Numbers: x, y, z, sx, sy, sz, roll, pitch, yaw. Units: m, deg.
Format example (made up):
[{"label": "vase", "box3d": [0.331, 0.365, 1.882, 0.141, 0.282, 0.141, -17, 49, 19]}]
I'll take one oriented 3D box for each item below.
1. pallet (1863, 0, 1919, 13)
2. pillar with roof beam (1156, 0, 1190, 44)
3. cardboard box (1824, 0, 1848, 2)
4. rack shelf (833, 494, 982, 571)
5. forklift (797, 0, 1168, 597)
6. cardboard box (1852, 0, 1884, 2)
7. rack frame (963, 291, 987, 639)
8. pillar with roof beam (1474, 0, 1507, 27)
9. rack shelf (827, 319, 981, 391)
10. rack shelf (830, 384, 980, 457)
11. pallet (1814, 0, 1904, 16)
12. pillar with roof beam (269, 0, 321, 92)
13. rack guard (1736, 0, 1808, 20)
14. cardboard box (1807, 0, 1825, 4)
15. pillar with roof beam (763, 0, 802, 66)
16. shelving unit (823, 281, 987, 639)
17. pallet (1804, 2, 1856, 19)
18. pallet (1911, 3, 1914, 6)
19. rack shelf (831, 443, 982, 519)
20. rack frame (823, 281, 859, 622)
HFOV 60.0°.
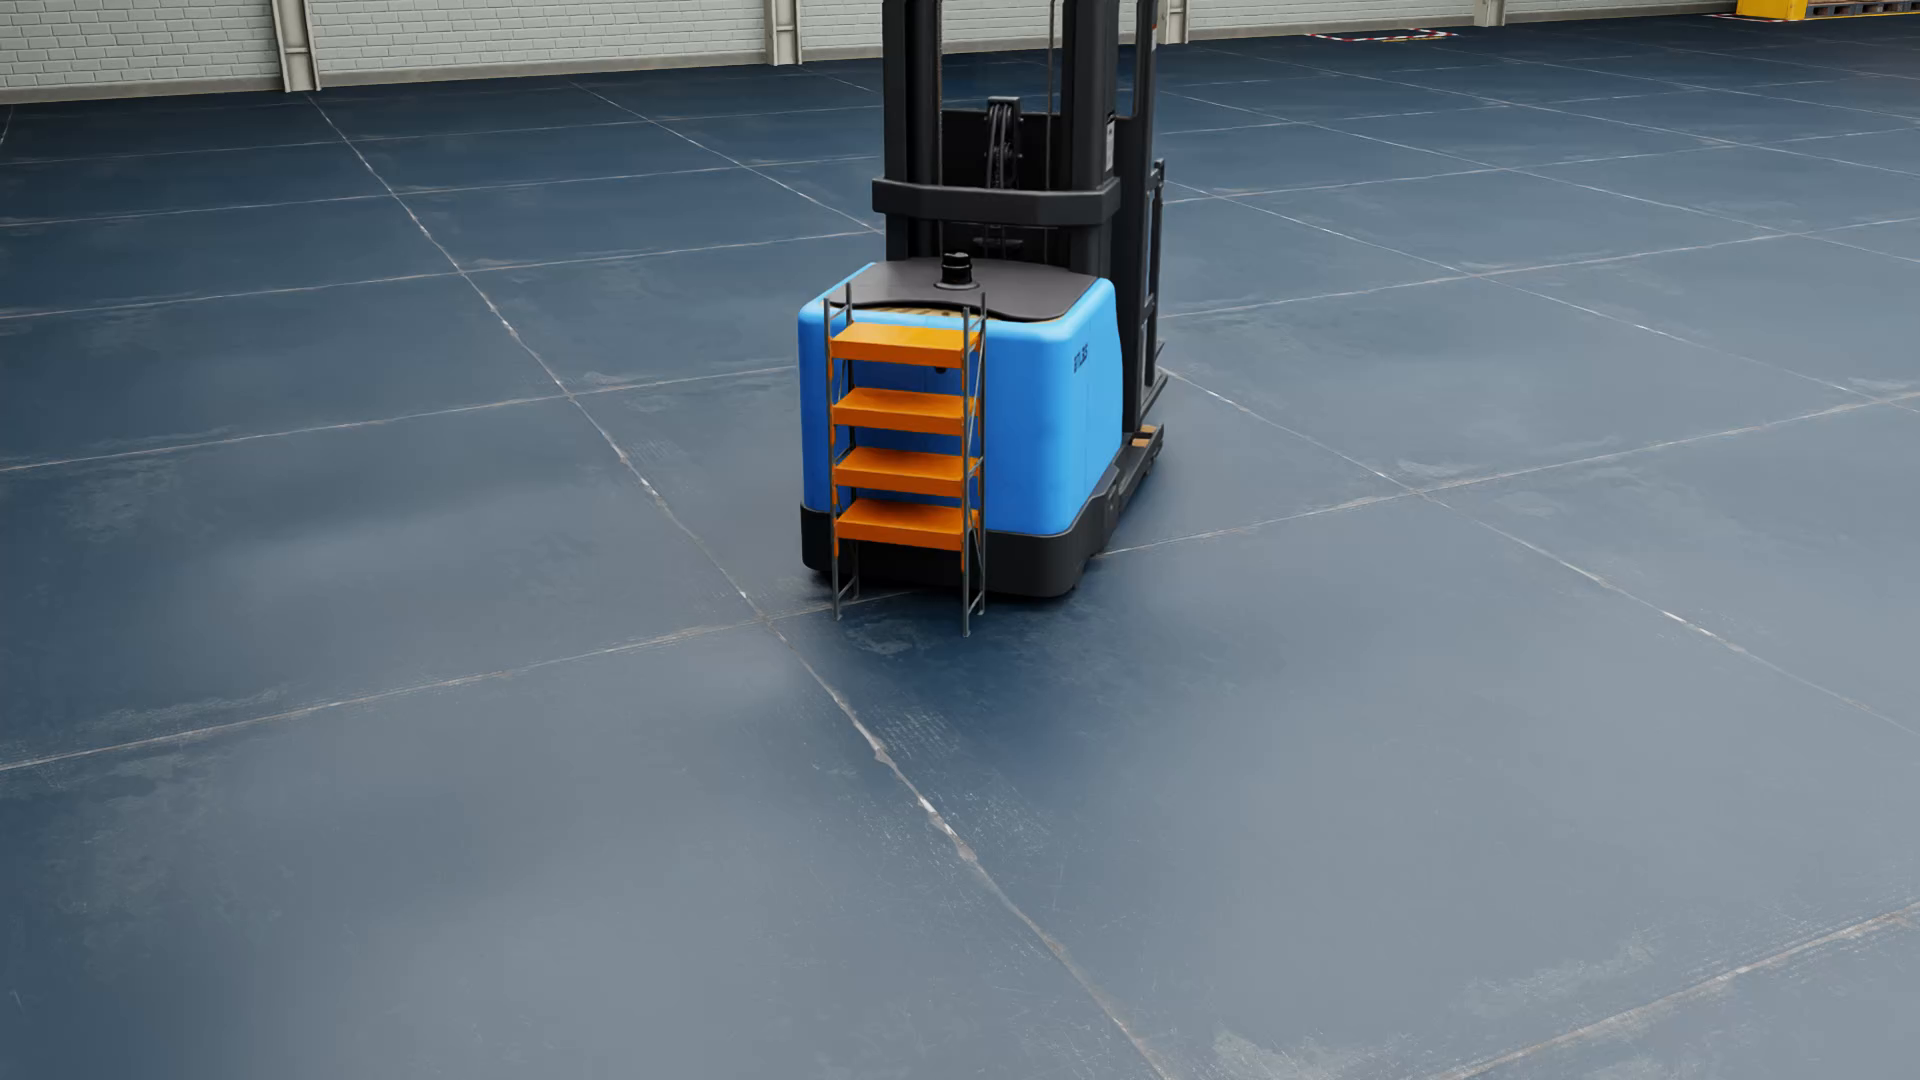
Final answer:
[{"label": "pallet", "box3d": [16.659, -9.491, 29.403, 1.213, 0.211, 1.003, -10, 25, -24]}, {"label": "pillar with roof beam", "box3d": [4.955, -9.952, 19.026, 0.400, 9.000, 9.100, -10, 25, -24]}, {"label": "cardboard box", "box3d": [14.821, -9.379, 28.426, 0.500, 0.311, 0.500, -8, 24, -19]}, {"label": "rack shelf", "box3d": [-0.183, -0.029, 5.946, 0.480, 0.148, 0.258, 6, 23, 15]}, {"label": "forklift", "box3d": [0.306, -1.681, 6.978, 1.130, 2.935, 3.031, 6, 23, 15]}, {"label": "cardboard box", "box3d": [15.504, -9.571, 28.642, 0.500, 0.500, 0.700, -12, 25, -27]}, {"label": "rack frame", "box3d": [0.051, -0.249, 5.782, 0.015, 1.200, 0.240, 6, 23, 15]}, {"label": "pillar with roof beam", "box3d": [10.361, -10.947, 21.430, 0.400, 9.000, 9.100, -10, 25, -24]}, {"label": "rack shelf", "box3d": [-0.183, -0.638, 5.694, 0.480, 0.148, 0.258, 6, 23, 15]}, {"label": "rack shelf", "box3d": [-0.183, -0.419, 5.784, 0.480, 0.148, 0.258, 6, 23, 15]}, {"label": "pallet", "box3d": [15.558, -9.287, 28.910, 1.213, 0.211, 1.003, -10, 25, -24]}, {"label": "pillar with roof beam", "box3d": [-5.858, -7.961, 14.217, 0.400, 9.000, 9.100, -10, 25, -24]}, {"label": "rack guard", "box3d": [13.713, -9.097, 28.074, 0.348, 0.500, 1.175, -10, 25, -24]}, {"label": "cardboard box", "box3d": [14.307, -9.284, 28.198, 0.500, 0.311, 0.500, -14, 26, -30]}, {"label": "pillar with roof beam", "box3d": [-0.452, -8.956, 16.621, 0.400, 9.000, 9.100, -10, 25, -24]}, {"label": "shelving unit", "box3d": [-0.183, -0.274, 5.844, 0.503, 1.200, 0.258, 6, 23, 15]}, {"label": "pallet", "box3d": [14.461, -9.086, 28.425, 1.213, 0.211, 1.003, -10, 25, -24]}, {"label": "pallet", "box3d": [17.950, -9.744, 30.015, 1.213, 0.211, 1.003, -10, 25, -24]}, {"label": "rack shelf", "box3d": [-0.183, -0.212, 5.870, 0.480, 0.148, 0.258, 6, 23, 15]}, {"label": "rack frame", "box3d": [-0.418, -0.300, 5.907, 0.015, 1.200, 0.240, 6, 23, 15]}]
